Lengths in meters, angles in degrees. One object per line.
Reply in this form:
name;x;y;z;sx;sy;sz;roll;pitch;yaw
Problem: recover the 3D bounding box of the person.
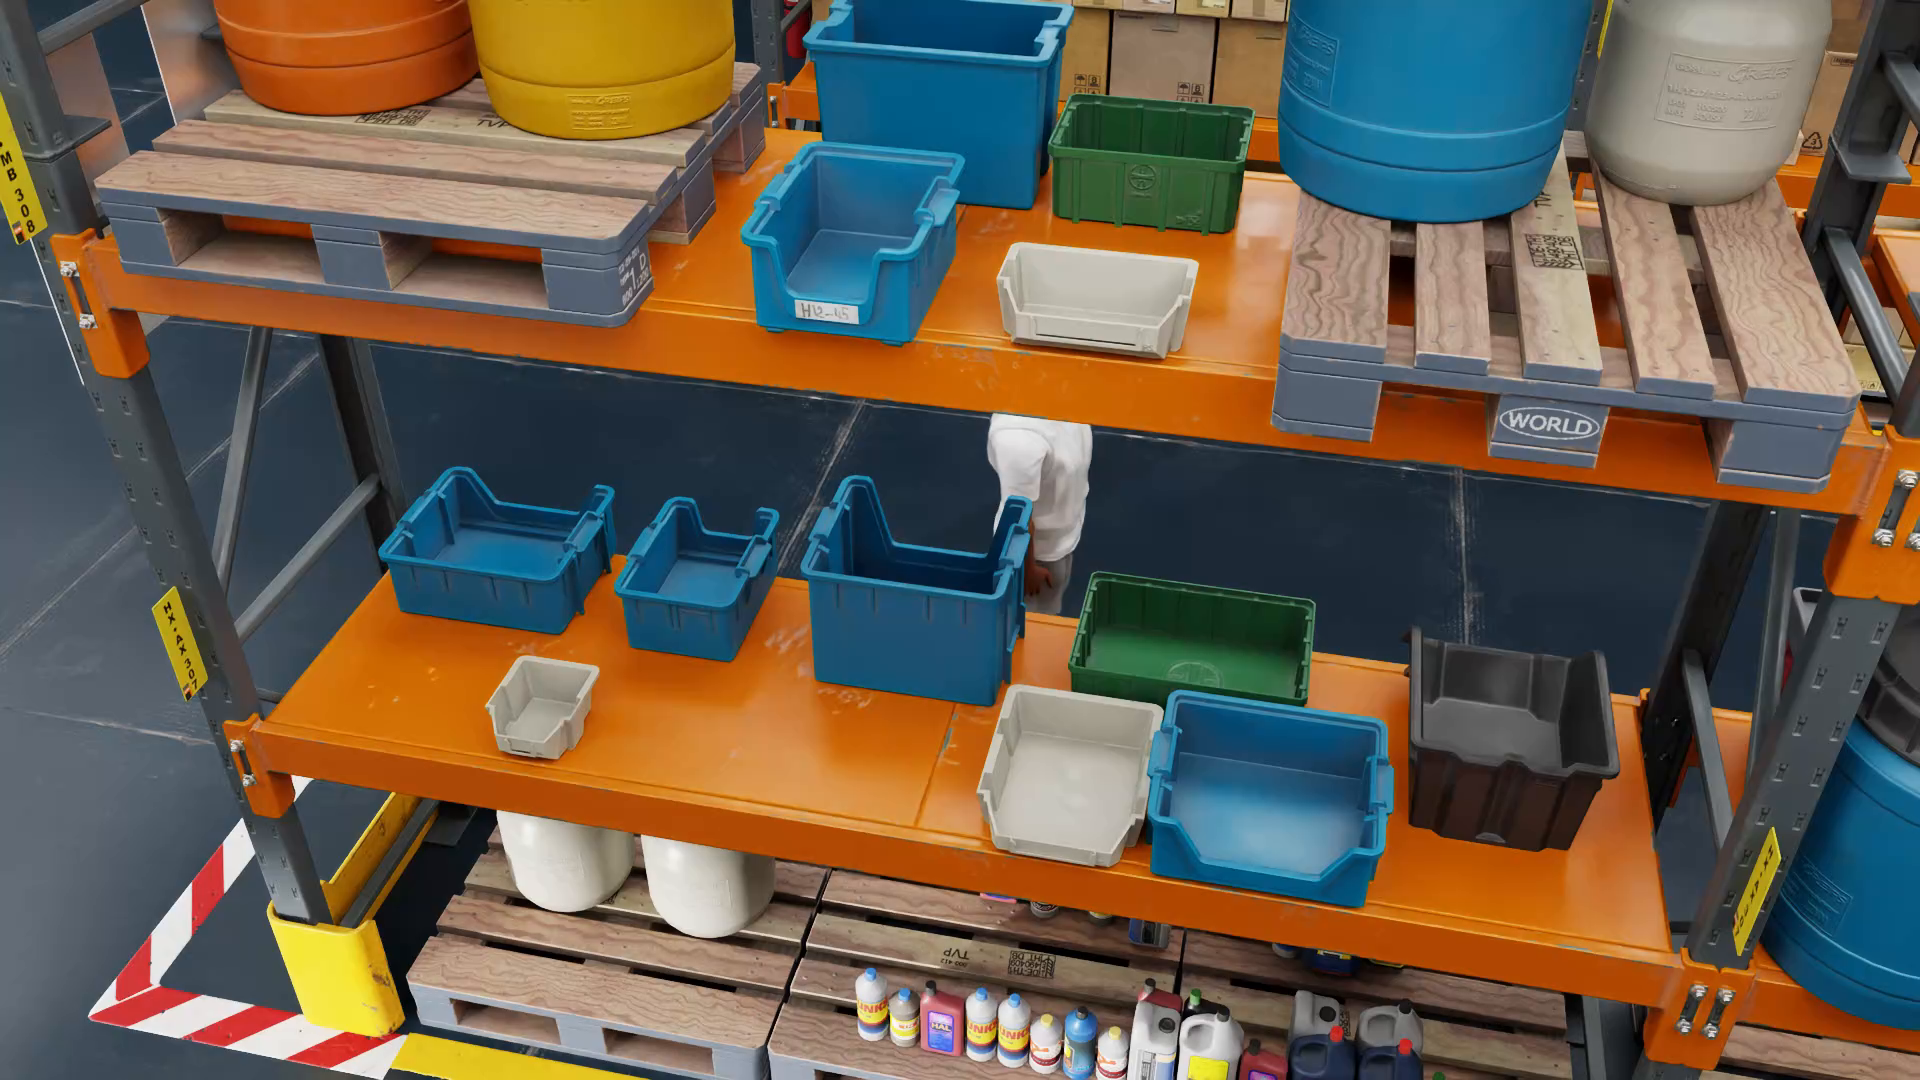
person;0.298;-0.035;6.178;0.353;1.763;0.561;8;37;11
